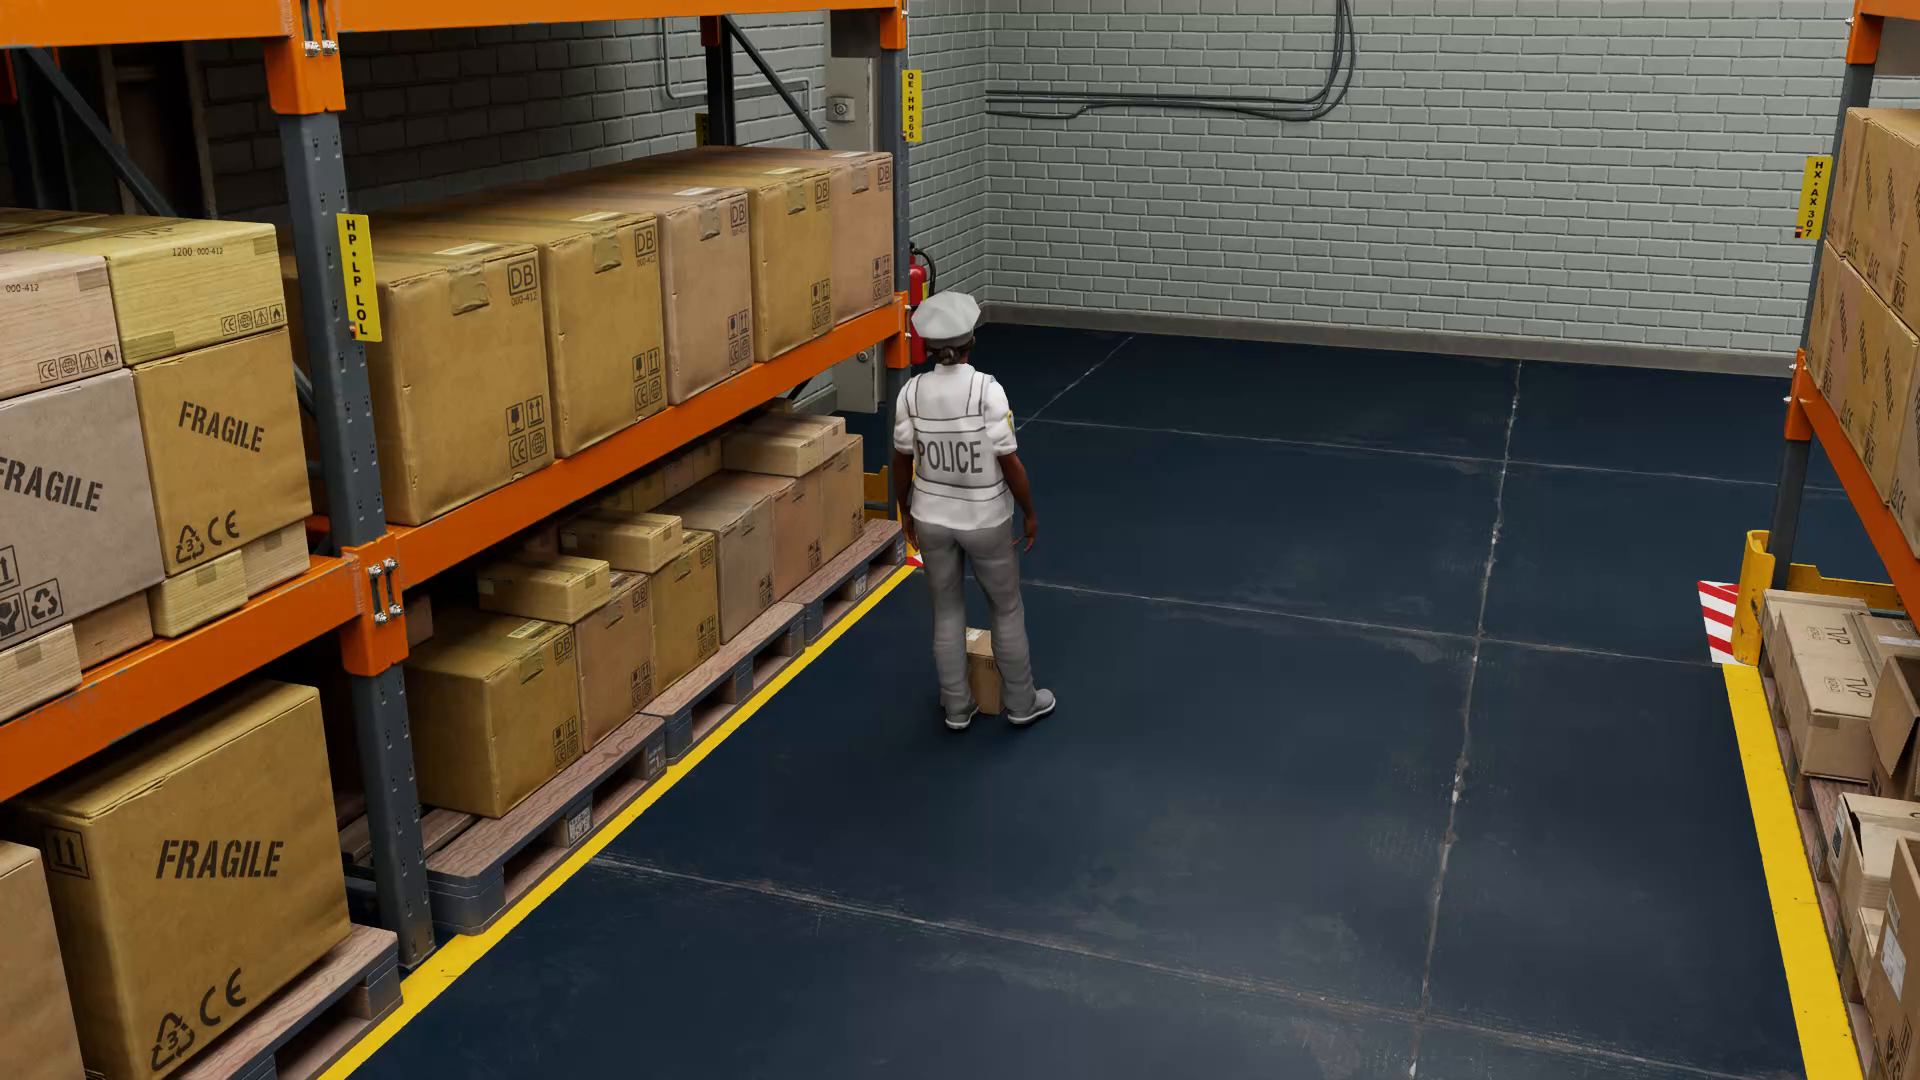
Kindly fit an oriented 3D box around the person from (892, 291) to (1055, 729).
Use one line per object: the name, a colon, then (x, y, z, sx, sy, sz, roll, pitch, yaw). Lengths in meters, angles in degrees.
person: (0.048, -0.099, 6.274, 0.569, 1.696, 0.528, 6, 20, 18)
